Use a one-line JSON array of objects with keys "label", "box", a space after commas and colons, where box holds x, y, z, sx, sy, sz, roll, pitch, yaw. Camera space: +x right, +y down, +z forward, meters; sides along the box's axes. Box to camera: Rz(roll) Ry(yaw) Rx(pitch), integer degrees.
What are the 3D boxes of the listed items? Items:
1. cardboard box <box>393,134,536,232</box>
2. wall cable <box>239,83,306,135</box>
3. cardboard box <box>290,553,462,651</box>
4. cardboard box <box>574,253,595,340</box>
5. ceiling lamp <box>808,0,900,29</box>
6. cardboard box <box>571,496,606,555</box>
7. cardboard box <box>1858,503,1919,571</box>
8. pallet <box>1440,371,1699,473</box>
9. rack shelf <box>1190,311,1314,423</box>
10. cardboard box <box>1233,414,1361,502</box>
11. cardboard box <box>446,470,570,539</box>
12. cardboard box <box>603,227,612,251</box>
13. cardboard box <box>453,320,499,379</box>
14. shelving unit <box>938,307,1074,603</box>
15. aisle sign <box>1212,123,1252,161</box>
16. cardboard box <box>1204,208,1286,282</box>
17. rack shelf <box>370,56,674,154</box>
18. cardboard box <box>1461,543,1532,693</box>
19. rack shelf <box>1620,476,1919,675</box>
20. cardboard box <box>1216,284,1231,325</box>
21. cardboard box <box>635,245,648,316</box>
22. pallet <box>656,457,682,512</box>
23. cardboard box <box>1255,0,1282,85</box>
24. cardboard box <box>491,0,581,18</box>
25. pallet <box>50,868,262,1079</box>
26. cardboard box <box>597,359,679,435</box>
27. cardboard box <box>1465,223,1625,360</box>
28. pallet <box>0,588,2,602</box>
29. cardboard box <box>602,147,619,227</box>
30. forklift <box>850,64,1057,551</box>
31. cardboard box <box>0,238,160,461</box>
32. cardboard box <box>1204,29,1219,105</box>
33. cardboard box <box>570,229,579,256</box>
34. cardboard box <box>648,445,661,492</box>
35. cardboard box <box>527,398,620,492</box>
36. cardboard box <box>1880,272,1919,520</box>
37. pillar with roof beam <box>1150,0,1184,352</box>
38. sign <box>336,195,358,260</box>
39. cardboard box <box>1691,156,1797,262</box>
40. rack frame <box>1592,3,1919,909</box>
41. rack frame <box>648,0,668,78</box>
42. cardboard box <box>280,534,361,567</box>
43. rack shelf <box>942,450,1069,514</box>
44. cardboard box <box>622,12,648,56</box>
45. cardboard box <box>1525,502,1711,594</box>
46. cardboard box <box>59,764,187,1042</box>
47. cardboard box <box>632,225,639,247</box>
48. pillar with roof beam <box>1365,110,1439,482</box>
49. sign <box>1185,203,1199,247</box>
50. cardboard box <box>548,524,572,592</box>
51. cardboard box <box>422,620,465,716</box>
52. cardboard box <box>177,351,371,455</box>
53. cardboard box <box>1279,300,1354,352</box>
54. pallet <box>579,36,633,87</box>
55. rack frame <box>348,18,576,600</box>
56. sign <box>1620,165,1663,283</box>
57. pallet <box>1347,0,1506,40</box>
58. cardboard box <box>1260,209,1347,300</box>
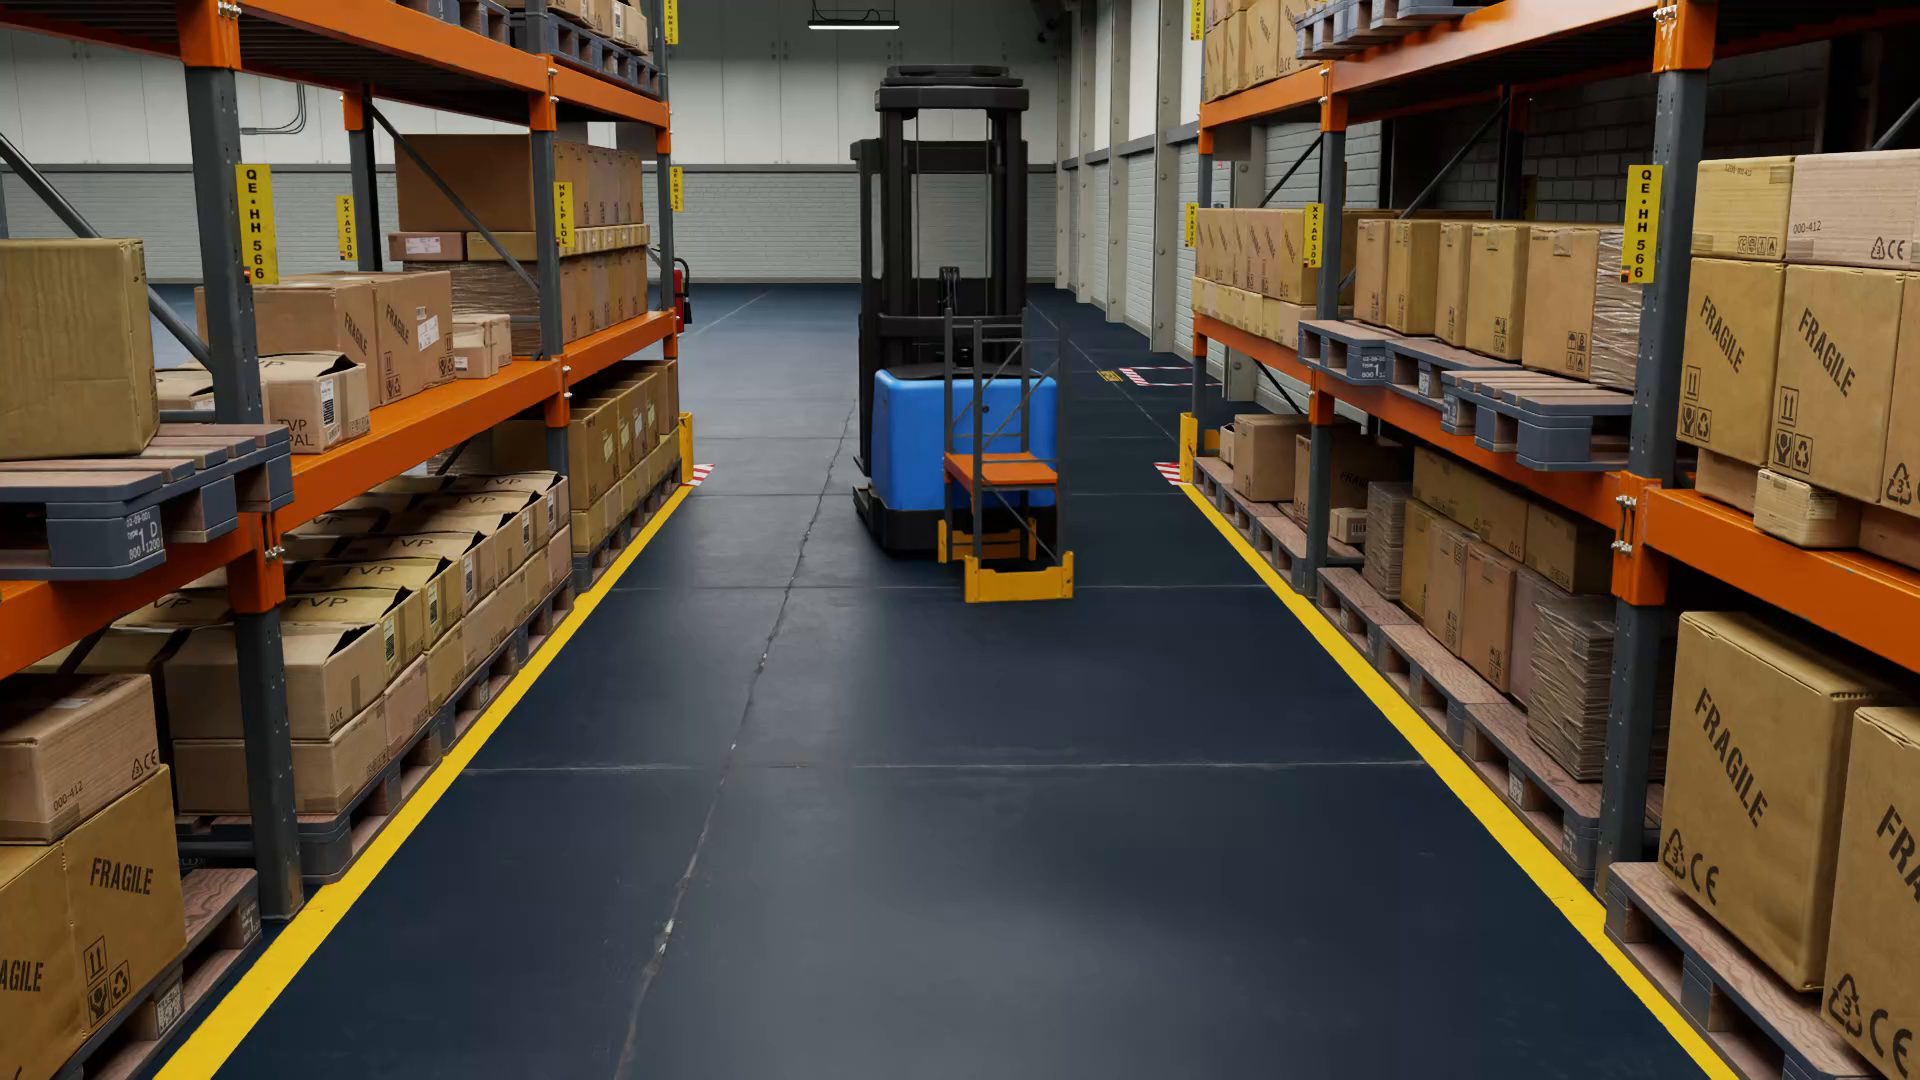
[{"label": "cardboard box", "box": [-2.591, -1.909, 8.910, 0.700, 0.500, 0.500, 0, 11, -1]}, {"label": "wall cable", "box": [-18.187, -12.884, 42.881, 2.305, 6.003, 0.169, 0, 11, -1]}, {"label": "cardboard box", "box": [-2.238, 0.215, 6.404, 0.500, 0.311, 0.500, -1, 11, -3]}, {"label": "cardboard box", "box": [-2.615, -1.478, 10.047, 0.700, 0.500, 0.500, 0, 11, 0]}, {"label": "ceiling lamp", "box": [-2.326, -12.792, 36.300, 2.000, 3.185, 0.800, 0, 11, -1]}, {"label": "cardboard box", "box": [-2.282, -0.088, 9.306, 0.500, 0.250, 0.500, 0, 11, -1]}, {"label": "cardboard box", "box": [2.281, -0.029, 3.741, 0.380, 0.149, 0.250, 0, 11, -2]}, {"label": "pallet", "box": [2.338, -0.409, 5.514, 1.213, 0.211, 1.003, 0, 11, -1]}, {"label": "rack shelf", "box": [2.336, -1.202, 10.749, 1.077, 0.370, 4.000, 0, 11, -1]}, {"label": "cardboard box", "box": [2.195, -0.545, 10.884, 0.700, 0.500, 0.500, -1, 12, -5]}, {"label": "cardboard box", "box": [-2.281, -0.190, 8.399, 0.500, 0.311, 0.500, 0, 11, -1]}, {"label": "cardboard box", "box": [-2.426, -1.914, 10.569, 0.380, 0.149, 0.250, 0, 11, -2]}, {"label": "cardboard box", "box": [-2.374, -0.896, 7.770, 0.396, 0.266, 0.258, -1, 11, -3]}, {"label": "shelving unit", "box": [0.240, -0.511, 9.306, 0.587, 1.500, 1.083, -2, 12, -9]}, {"label": "aisle sign", "box": [1.993, -3.239, 12.443, 0.394, 0.787, 0.004, 0, 11, -1]}, {"label": "cardboard box", "box": [2.004, -2.062, 11.617, 0.500, 0.500, 0.500, 0, 11, -1]}, {"label": "rack shelf", "box": [-2.617, -2.651, 10.347, 1.077, 0.370, 4.000, 0, 11, -1]}, {"label": "cardboard box", "box": [2.460, 0.303, 6.701, 0.700, 0.500, 0.500, 0, 11, -1]}, {"label": "rack shelf", "box": [2.501, 0.388, 2.911, 1.077, 0.370, 4.000, 0, 11, -1]}, {"label": "cardboard box", "box": [2.016, -1.586, 11.158, 0.500, 0.250, 0.500, 0, 11, -2]}, {"label": "cardboard box", "box": [-2.661, -1.887, 12.066, 0.700, 0.500, 0.500, 0, 11, -1]}, {"label": "pallet", "box": [-2.601, -0.413, 12.062, 1.003, 0.211, 1.213, 0, 11, -1]}, {"label": "cardboard box", "box": [2.072, -2.996, 9.936, 0.500, 0.500, 0.500, -1, 11, -3]}, {"label": "cardboard box", "box": [-2.322, -3.031, 8.749, 0.500, 0.500, 0.500, 1, 11, 4]}, {"label": "pallet", "box": [-2.515, 1.174, 4.240, 1.003, 0.211, 1.213, 0, 11, -1]}, {"label": "cardboard box", "box": [-2.350, -1.051, 12.171, 0.500, 0.500, 0.500, 0, 11, -1]}, {"label": "cardboard box", "box": [2.392, -0.967, 6.426, 0.700, 0.500, 0.500, 0, 11, -1]}, {"label": "pallet", "box": [-2.448, 0.140, 2.808, 1.003, 0.211, 1.213, 0, 11, -1]}, {"label": "cardboard box", "box": [-2.633, -2.308, 10.876, 0.700, 0.500, 0.500, 0, 11, -1]}, {"label": "forklift", "box": [-0.143, -1.616, 11.151, 1.130, 2.935, 3.031, -2, 12, -9]}, {"label": "cardboard box", "box": [-2.367, -0.471, 4.028, 0.700, 0.500, 0.500, -4, 12, -20]}, {"label": "cardboard box", "box": [2.051, -3.414, 11.994, 0.500, 0.500, 0.500, 0, 11, 0]}, {"label": "cardboard box", "box": [-2.407, -1.710, 9.563, 0.380, 0.149, 0.250, 0, 11, -2]}, {"label": "cardboard box", "box": [-2.317, -0.485, 11.266, 0.500, 0.250, 0.500, 0, 11, -1]}, {"label": "cardboard box", "box": [-2.290, -0.555, 9.722, 0.500, 0.500, 0.500, 0, 11, -1]}, {"label": "cardboard box", "box": [2.224, -0.266, 3.277, 0.500, 0.500, 0.500, 0, 11, -1]}, {"label": "pillar with roof beam", "box": [-1.379, -7.124, 23.043, 9.100, 9.000, 0.400, 0, 11, -1]}, {"label": "sign", "box": [-3.131, -1.596, 8.507, 0.100, 0.325, 0.005, 0, 11, -1]}, {"label": "cardboard box", "box": [2.212, -0.837, 4.204, 0.500, 0.250, 0.500, 0, 11, 0]}, {"label": "rack frame", "box": [2.460, -0.362, 4.799, 1.000, 3.000, 0.127, 0, 11, -1]}, {"label": "rack frame", "box": [-2.658, -4.871, 11.937, 1.000, 3.000, 0.127, 0, 11, -1]}, {"label": "cardboard box", "box": [-2.783, 0.120, 6.874, 0.500, 0.311, 0.500, 0, 11, 0]}, {"label": "rack shelf", "box": [0.238, -0.337, 9.351, 0.538, 0.185, 1.000, -2, 12, -9]}, {"label": "cardboard box", "box": [-2.371, -3.374, 11.071, 0.500, 0.250, 0.500, 0, 11, -1]}, {"label": "cardboard box", "box": [2.443, 0.024, 6.193, 0.500, 0.250, 0.500, 0, 11, 0]}, {"label": "cardboard box", "box": [-2.239, 0.854, 3.988, 0.500, 0.500, 0.500, 0, 11, 1]}, {"label": "cardboard box", "box": [-2.448, -2.120, 11.581, 0.380, 0.149, 0.250, 0, 11, -2]}, {"label": "pillar with roof beam", "box": [-1.131, -4.739, 11.285, 9.100, 9.000, 0.400, 0, 11, -1]}, {"label": "sign", "box": [1.752, -2.374, 12.540, 0.100, 0.325, 0.005, 0, 11, -1]}, {"label": "cardboard box", "box": [-2.277, 0.087, 8.445, 0.500, 0.250, 0.500, 0, 11, -2]}, {"label": "cardboard box", "box": [-2.238, 0.492, 6.447, 0.500, 0.250, 0.500, -1, 11, -3]}, {"label": "cardboard box", "box": [-2.318, -0.476, 5.584, 0.500, 0.311, 0.500, 0, 11, -2]}, {"label": "cardboard box", "box": [2.064, -1.186, 9.189, 0.500, 0.250, 0.500, 0, 11, -1]}, {"label": "pallet", "box": [-2.641, -2.974, 10.352, 1.003, 0.211, 1.213, 0, 11, -1]}, {"label": "rack frame", "box": [-2.576, -1.136, 8.614, 1.000, 3.000, 0.127, 0, 11, -1]}, {"label": "sign", "box": [1.917, -0.886, 4.671, 0.100, 0.325, 0.005, 0, 11, -1]}, {"label": "pallet", "box": [2.308, -2.206, 6.815, 1.213, 0.211, 1.003, 0, 11, -1]}, {"label": "cardboard box", "box": [2.042, -1.653, 9.602, 0.500, 0.500, 0.500, 0, 11, -1]}]
